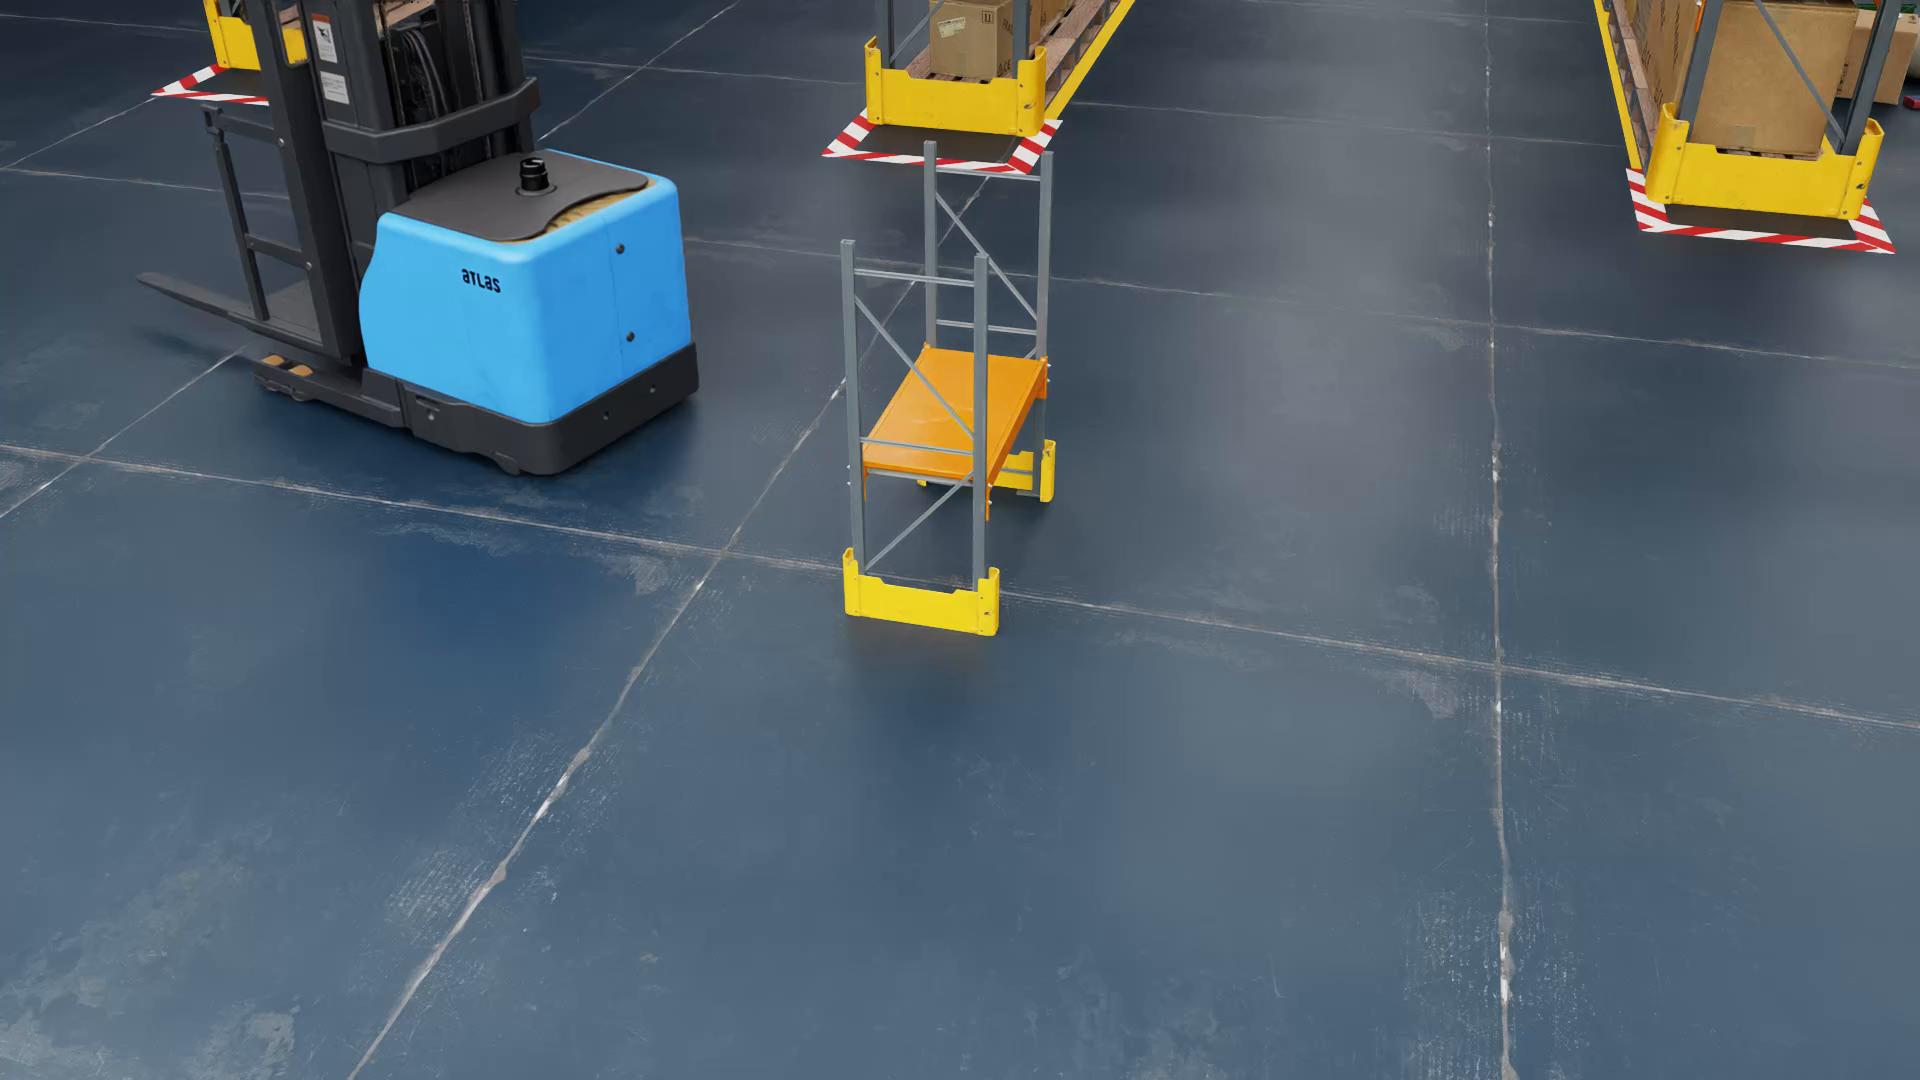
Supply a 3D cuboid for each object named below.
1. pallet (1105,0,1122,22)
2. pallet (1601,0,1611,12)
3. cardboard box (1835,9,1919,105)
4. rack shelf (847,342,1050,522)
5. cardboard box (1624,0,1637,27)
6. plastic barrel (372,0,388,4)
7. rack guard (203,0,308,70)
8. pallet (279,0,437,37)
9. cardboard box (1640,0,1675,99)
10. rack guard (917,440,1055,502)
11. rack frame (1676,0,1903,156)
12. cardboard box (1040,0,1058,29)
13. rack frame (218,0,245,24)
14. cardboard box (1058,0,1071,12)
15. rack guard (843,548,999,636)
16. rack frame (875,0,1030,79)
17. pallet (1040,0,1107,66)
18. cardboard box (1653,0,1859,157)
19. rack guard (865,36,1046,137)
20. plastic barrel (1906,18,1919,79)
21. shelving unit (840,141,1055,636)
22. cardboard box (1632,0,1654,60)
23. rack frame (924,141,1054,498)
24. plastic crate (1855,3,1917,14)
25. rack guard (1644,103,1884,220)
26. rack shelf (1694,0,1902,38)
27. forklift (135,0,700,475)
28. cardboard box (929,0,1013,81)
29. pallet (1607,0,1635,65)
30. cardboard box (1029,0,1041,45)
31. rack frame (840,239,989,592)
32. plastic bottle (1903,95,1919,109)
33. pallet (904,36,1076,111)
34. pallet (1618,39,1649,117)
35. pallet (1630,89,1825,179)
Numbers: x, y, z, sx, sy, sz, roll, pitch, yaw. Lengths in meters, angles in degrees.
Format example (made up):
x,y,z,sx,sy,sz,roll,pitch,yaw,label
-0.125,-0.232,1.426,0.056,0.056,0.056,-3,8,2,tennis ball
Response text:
x,y,z,sx,sy,sz,roll,pitch,yaw,label
0.829,-4.578,13.754,1.003,0.211,1.213,8,33,12,pallet
5.860,-4.614,13.811,1.003,0.211,1.213,8,33,12,pallet
6.336,-3.381,11.600,0.500,0.500,0.500,14,35,21,cardboard box
-0.022,-0.437,6.374,0.538,0.185,1.000,8,33,12,rack shelf
5.510,-4.344,12.376,0.875,0.875,0.875,9,33,13,cardboard box
-4.620,-4.446,12.875,0.421,0.512,0.421,0,32,0,plastic barrel
-4.867,-3.697,12.100,1.175,0.500,0.348,8,33,12,rack guard
-4.655,-3.996,12.839,1.003,0.211,1.213,8,33,12,pallet
5.052,-3.403,10.895,0.875,0.875,0.875,8,33,12,cardboard box
0.107,-0.324,7.027,0.587,0.250,0.087,8,33,12,rack guard
4.722,-3.304,9.152,1.000,3.000,0.127,8,33,12,rack frame
0.421,-4.113,12.363,0.500,0.500,0.500,11,34,17,cardboard box
-4.841,-4.706,11.357,1.000,3.000,0.127,8,33,12,rack frame
0.606,-4.397,12.809,0.500,0.500,0.500,5,33,8,cardboard box
-0.146,0.192,6.214,0.587,0.250,0.087,8,33,12,rack guard
-0.050,-4.032,10.296,1.000,3.000,0.127,8,33,12,rack frame
0.522,-3.943,12.755,1.003,0.211,1.213,8,33,12,pallet
4.830,-2.946,10.177,0.875,0.875,0.875,8,33,13,cardboard box
-0.030,-3.017,11.029,1.175,0.500,0.348,8,33,12,rack guard
6.933,-3.495,11.853,0.421,0.421,0.512,-21,38,-29,plastic barrel
-0.019,-0.593,6.285,0.587,1.500,1.083,8,33,12,shelving unit
5.285,-3.875,11.639,0.875,0.875,0.875,8,33,13,cardboard box
0.107,-0.852,6.693,0.500,1.500,0.032,8,33,12,rack frame
6.960,-3.949,12.733,0.662,0.188,0.450,-28,32,-37,plastic crate
4.716,-2.237,9.803,1.175,0.500,0.348,8,33,12,rack guard
5.230,-4.039,10.977,1.077,0.370,4.000,8,33,12,rack shelf
-2.732,-2.102,7.324,3.031,2.935,1.130,19,37,27,forklift
0.125,-3.476,11.361,0.500,0.500,0.500,14,35,21,cardboard box
5.469,-3.819,12.561,1.003,0.211,1.213,8,33,12,pallet
0.244,-3.791,11.856,0.500,0.500,0.500,17,36,25,cardboard box
-0.151,-0.325,5.863,0.500,1.500,0.032,8,33,12,rack frame
6.657,-3.012,11.431,0.283,0.061,0.133,-3,33,-4,plastic bottle
0.210,-3.311,11.762,1.003,0.211,1.213,8,33,12,pallet
5.161,-3.184,11.562,1.003,0.211,1.213,8,33,12,pallet
4.850,-2.553,10.569,1.003,0.211,1.213,8,33,12,pallet
